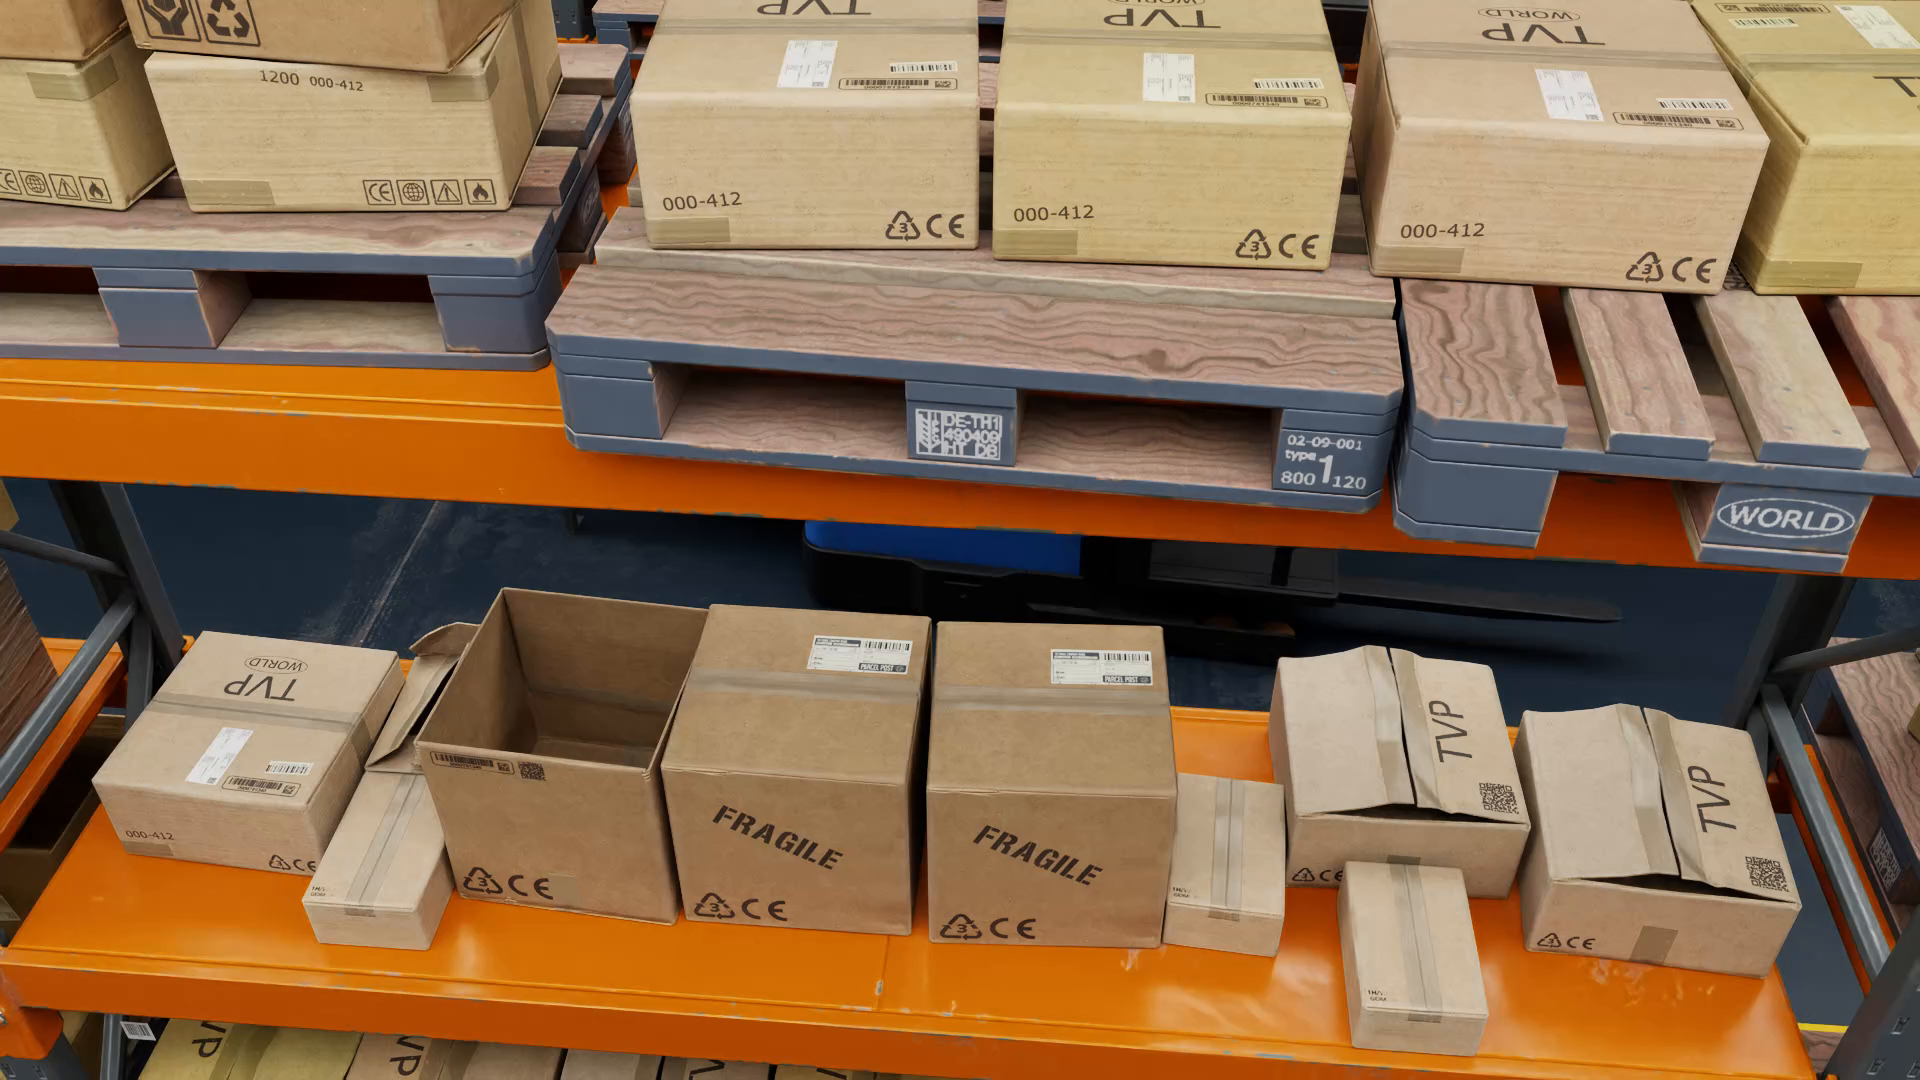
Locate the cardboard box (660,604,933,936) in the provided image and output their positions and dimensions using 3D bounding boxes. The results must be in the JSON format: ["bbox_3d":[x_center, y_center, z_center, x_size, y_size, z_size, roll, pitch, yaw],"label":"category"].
[{"bbox_3d":[-0.334,0.503,3.676,0.500,0.500,0.500,3,39,4],"label":"cardboard box"}]

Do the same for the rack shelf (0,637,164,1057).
[{"bbox_3d":[-4.114,0.604,4.201,4.000,0.370,1.077,3,39,4],"label":"rack shelf"}]

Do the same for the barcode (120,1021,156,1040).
[{"bbox_3d":[-1.903,1.136,3.849,0.075,0.075,0.001,3,39,4],"label":"barcode"}]

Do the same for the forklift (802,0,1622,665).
[{"bbox_3d":[0.966,-1.037,5.702,3.031,2.935,1.130,6,40,7],"label":"forklift"}]

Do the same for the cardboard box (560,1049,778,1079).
[{"bbox_3d":[-0.717,1.357,4.108,0.500,0.311,0.500,2,39,2],"label":"cardboard box"}]

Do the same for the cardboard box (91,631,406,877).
[{"bbox_3d":[-1.627,0.492,3.889,0.500,0.250,0.500,5,39,7],"label":"cardboard box"}]

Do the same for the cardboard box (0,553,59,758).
[{"bbox_3d":[-2.564,0.375,3.834,0.500,0.500,0.700,2,39,3],"label":"cardboard box"}]

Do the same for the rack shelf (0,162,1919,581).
[{"bbox_3d":[-0.129,-0.341,2.987,4.000,0.370,1.077,3,39,4],"label":"rack shelf"}]

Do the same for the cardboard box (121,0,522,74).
[{"bbox_3d":[-0.941,-1.050,2.480,0.500,0.500,0.500,7,40,8],"label":"cardboard box"}]

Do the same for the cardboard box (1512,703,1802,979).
[{"bbox_3d":[1.505,0.639,3.659,0.500,0.311,0.500,5,39,7],"label":"cardboard box"}]

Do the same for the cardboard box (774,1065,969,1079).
[{"bbox_3d":[-0.199,1.382,4.077,0.500,0.311,0.500,4,39,5],"label":"cardboard box"}]

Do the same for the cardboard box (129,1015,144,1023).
[{"bbox_3d":[-2.557,1.122,4.841,0.500,0.250,0.500,3,39,4],"label":"cardboard box"}]

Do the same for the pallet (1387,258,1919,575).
[{"bbox_3d":[1.180,-0.419,2.662,1.003,0.211,1.213,5,39,6],"label":"pallet"}]

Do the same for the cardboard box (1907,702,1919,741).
[{"bbox_3d":[2.501,0.414,3.454,0.500,0.500,0.700,-9,40,-11],"label":"cardboard box"}]

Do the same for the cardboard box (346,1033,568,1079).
[{"bbox_3d":[-1.233,1.330,4.141,0.500,0.311,0.500,3,39,3],"label":"cardboard box"}]

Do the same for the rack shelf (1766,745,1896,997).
[{"bbox_3d":[3.856,1.040,3.666,4.000,0.370,1.077,3,39,4],"label":"rack shelf"}]

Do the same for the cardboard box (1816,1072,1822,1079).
[{"bbox_3d":[2.293,1.655,3.972,0.500,0.500,0.500,5,39,6],"label":"cardboard box"}]

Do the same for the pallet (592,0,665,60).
[{"bbox_3d":[-0.949,-2.474,7.565,1.213,0.211,1.003,3,39,4],"label":"pallet"}]

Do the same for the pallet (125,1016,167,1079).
[{"bbox_3d":[-2.910,1.446,4.806,1.213,0.211,1.003,3,39,4],"label":"pallet"}]

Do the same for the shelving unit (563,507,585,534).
[{"bbox_3d":[-1.041,-0.711,6.436,1.048,1.500,0.538,6,40,7],"label":"shelving unit"}]

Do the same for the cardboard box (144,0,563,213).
[{"bbox_3d":[-0.961,-0.766,2.725,0.500,0.250,0.500,0,39,-1],"label":"cardboard box"}]

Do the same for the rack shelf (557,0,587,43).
[{"bbox_3d":[-3.690,-2.512,8.029,4.000,0.370,1.077,3,39,4],"label":"rack shelf"}]

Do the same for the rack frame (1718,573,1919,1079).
[{"bbox_3d":[1.864,0.652,3.573,0.127,3.000,1.000,3,39,4],"label":"rack frame"}]

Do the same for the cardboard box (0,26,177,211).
[{"bbox_3d":[-1.508,-0.794,2.760,0.500,0.250,0.500,7,40,8],"label":"cardboard box"}]

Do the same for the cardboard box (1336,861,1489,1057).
[{"bbox_3d":[0.944,0.874,3.499,0.250,0.149,0.380,3,39,4],"label":"cardboard box"}]

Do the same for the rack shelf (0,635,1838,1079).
[{"bbox_3d":[-0.129,0.822,3.934,4.000,0.370,1.077,3,39,4],"label":"rack shelf"}]

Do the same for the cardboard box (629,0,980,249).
[{"bbox_3d":[-0.222,-0.691,2.633,0.500,0.250,0.500,0,39,0],"label":"cardboard box"}]

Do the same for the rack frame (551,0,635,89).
[{"bbox_3d":[-1.698,-2.682,7.668,0.127,3.000,1.000,3,39,4],"label":"rack frame"}]

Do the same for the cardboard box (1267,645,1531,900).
[{"bbox_3d":[0.989,0.516,3.811,0.500,0.311,0.500,3,39,3],"label":"cardboard box"}]

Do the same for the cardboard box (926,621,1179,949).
[{"bbox_3d":[0.191,0.532,3.641,0.500,0.500,0.500,1,39,1],"label":"cardboard box"}]

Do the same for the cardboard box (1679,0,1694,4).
[{"bbox_3d":[3.270,-2.404,6.996,0.500,0.500,0.500,4,39,5],"label":"cardboard box"}]

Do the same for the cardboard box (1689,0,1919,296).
[{"bbox_3d":[1.407,-0.605,2.528,0.500,0.250,0.500,0,39,1],"label":"cardboard box"}]

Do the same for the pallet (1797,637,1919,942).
[{"bbox_3d":[2.545,0.719,3.642,1.003,0.211,1.213,3,39,4],"label":"pallet"}]

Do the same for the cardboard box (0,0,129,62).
[{"bbox_3d":[-1.510,-1.066,2.500,0.500,0.500,0.500,4,39,4],"label":"cardboard box"}]

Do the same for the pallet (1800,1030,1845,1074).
[{"bbox_3d":[2.604,1.798,4.374,1.213,0.211,1.003,3,39,4],"label":"pallet"}]

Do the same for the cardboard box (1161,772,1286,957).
[{"bbox_3d":[0.588,0.715,3.694,0.250,0.149,0.380,6,40,7],"label":"cardboard box"}]

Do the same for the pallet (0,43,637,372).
[{"bbox_3d":[-1.241,-0.615,2.905,1.217,0.209,0.805,2,39,2],"label":"pallet"}]

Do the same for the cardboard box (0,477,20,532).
[{"bbox_3d":[-2.372,0.007,3.772,0.250,0.149,0.380,3,39,4],"label":"cardboard box"}]

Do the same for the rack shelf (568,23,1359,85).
[{"bbox_3d":[0.295,-2.294,7.762,4.000,0.370,1.077,3,39,4],"label":"rack shelf"}]

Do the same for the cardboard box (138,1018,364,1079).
[{"bbox_3d":[-1.731,1.299,4.179,0.500,0.311,0.500,3,39,4],"label":"cardboard box"}]

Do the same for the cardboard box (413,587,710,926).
[{"bbox_3d":[-0.833,0.476,3.710,0.500,0.500,0.500,6,40,7],"label":"cardboard box"}]

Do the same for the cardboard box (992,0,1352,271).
[{"bbox_3d":[0.314,-0.661,2.596,0.500,0.250,0.500,2,39,3],"label":"cardboard box"}]

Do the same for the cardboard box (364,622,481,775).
[{"bbox_3d":[-1.230,0.419,3.966,0.258,0.266,0.396,2,39,3],"label":"cardboard box"}]

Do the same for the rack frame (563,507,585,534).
[{"bbox_3d":[-1.543,-0.763,6.499,0.032,1.500,0.500,6,40,7],"label":"rack frame"}]

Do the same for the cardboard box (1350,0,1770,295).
[{"bbox_3d":[0.883,-0.623,2.549,0.500,0.250,0.500,4,39,5],"label":"cardboard box"}]

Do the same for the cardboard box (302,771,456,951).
[{"bbox_3d":[-1.256,0.708,3.703,0.250,0.149,0.380,3,39,4],"label":"cardboard box"}]

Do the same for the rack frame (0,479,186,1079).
[{"bbox_3d":[-2.121,0.434,3.841,0.127,3.000,1.000,3,39,4],"label":"rack frame"}]

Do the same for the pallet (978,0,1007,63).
[{"bbox_3d":[0.312,-2.471,7.562,1.213,0.211,1.003,3,39,4],"label":"pallet"}]

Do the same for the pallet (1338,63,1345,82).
[{"bbox_3d":[1.568,-2.361,7.427,1.003,0.211,1.213,3,39,4],"label":"pallet"}]

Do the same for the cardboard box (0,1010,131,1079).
[{"bbox_3d":[-2.602,1.450,4.438,0.500,0.250,0.500,3,39,4],"label":"cardboard box"}]

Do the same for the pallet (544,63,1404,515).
[{"bbox_3d":[0.066,-0.478,2.734,1.213,0.211,1.003,5,39,6],"label":"pallet"}]

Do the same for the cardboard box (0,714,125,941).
[{"bbox_3d":[-2.556,0.825,4.612,0.500,0.500,0.500,3,39,4],"label":"cardboard box"}]
